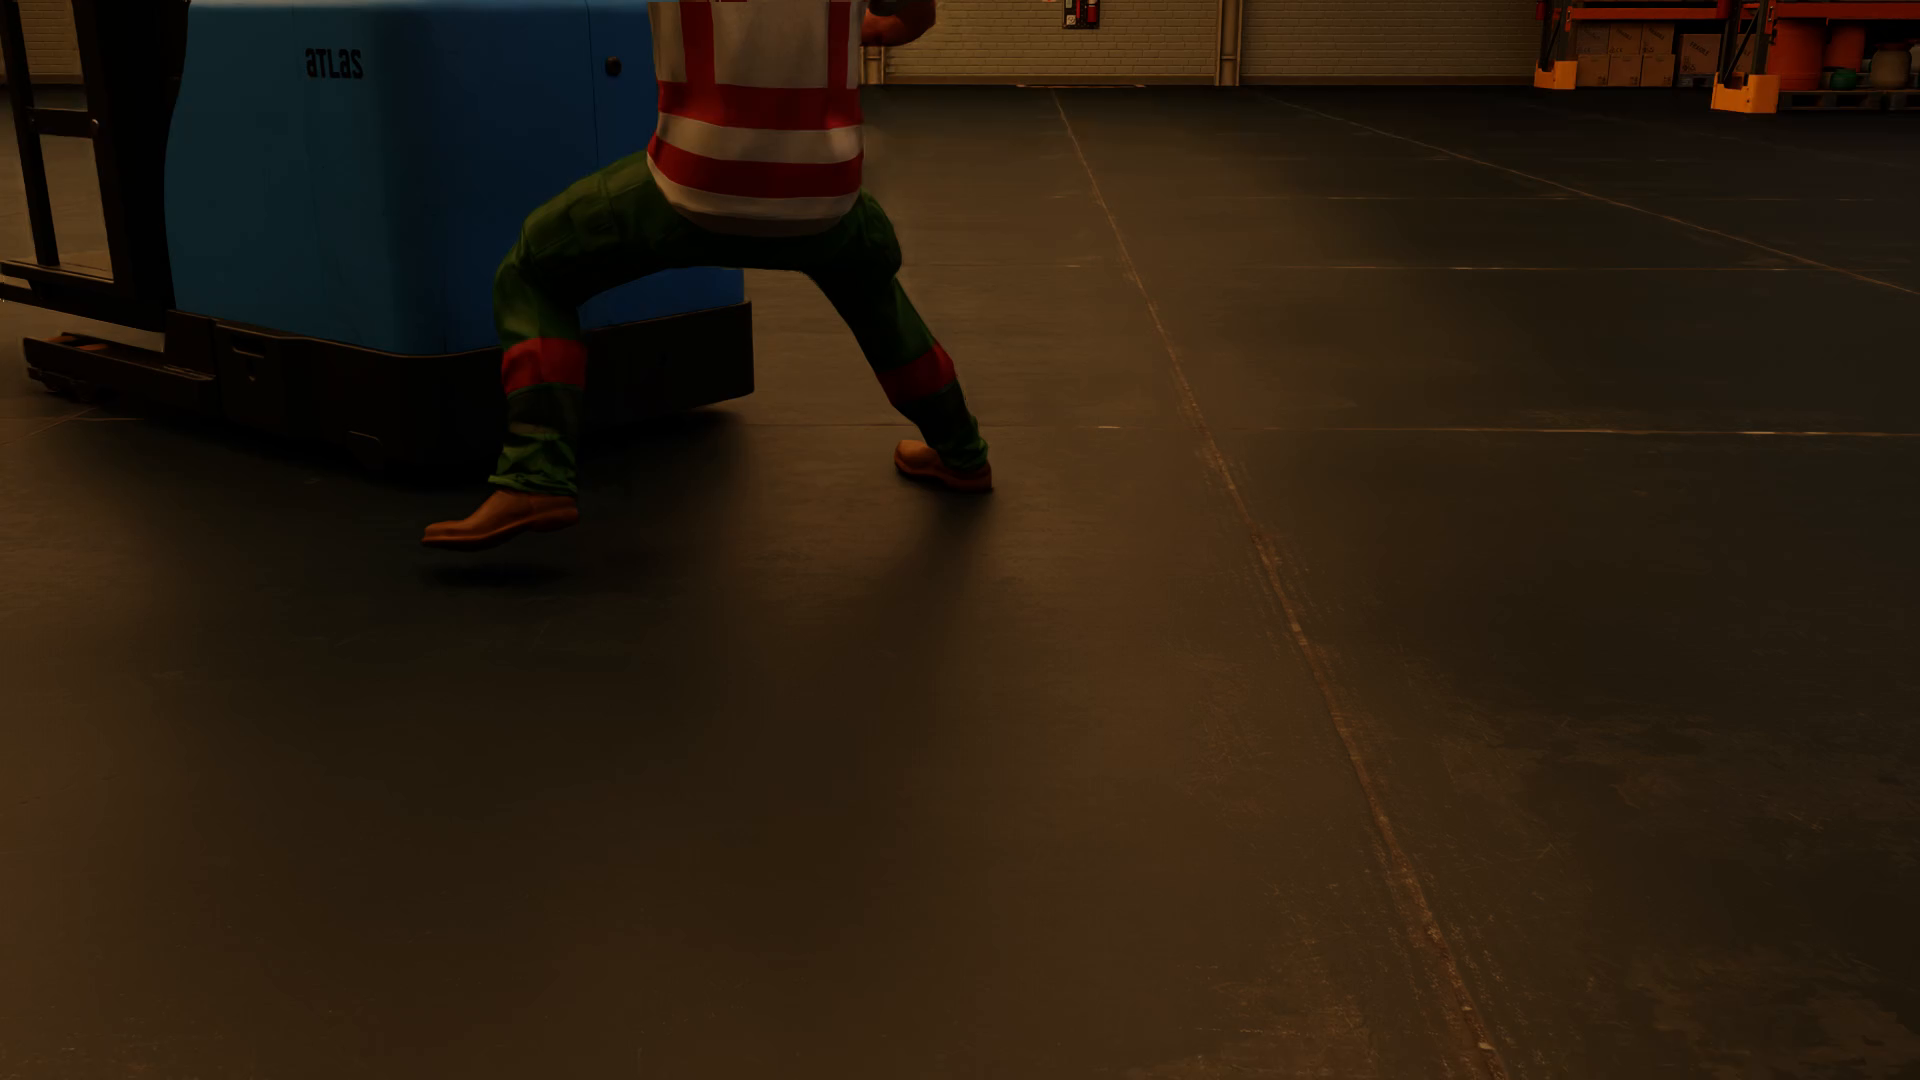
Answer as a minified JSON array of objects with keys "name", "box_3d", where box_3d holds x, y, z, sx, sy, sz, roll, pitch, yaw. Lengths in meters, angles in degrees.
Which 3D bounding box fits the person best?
[{"name":"person","box_3d":[-0.478,-0.771,3.248,1.232,1.547,0.690,-6,18,-18]}]

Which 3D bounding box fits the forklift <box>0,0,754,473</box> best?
[{"name":"forklift","box_3d":[-2.014,-1.885,4.500,3.031,2.935,1.130,13,22,36]}]
